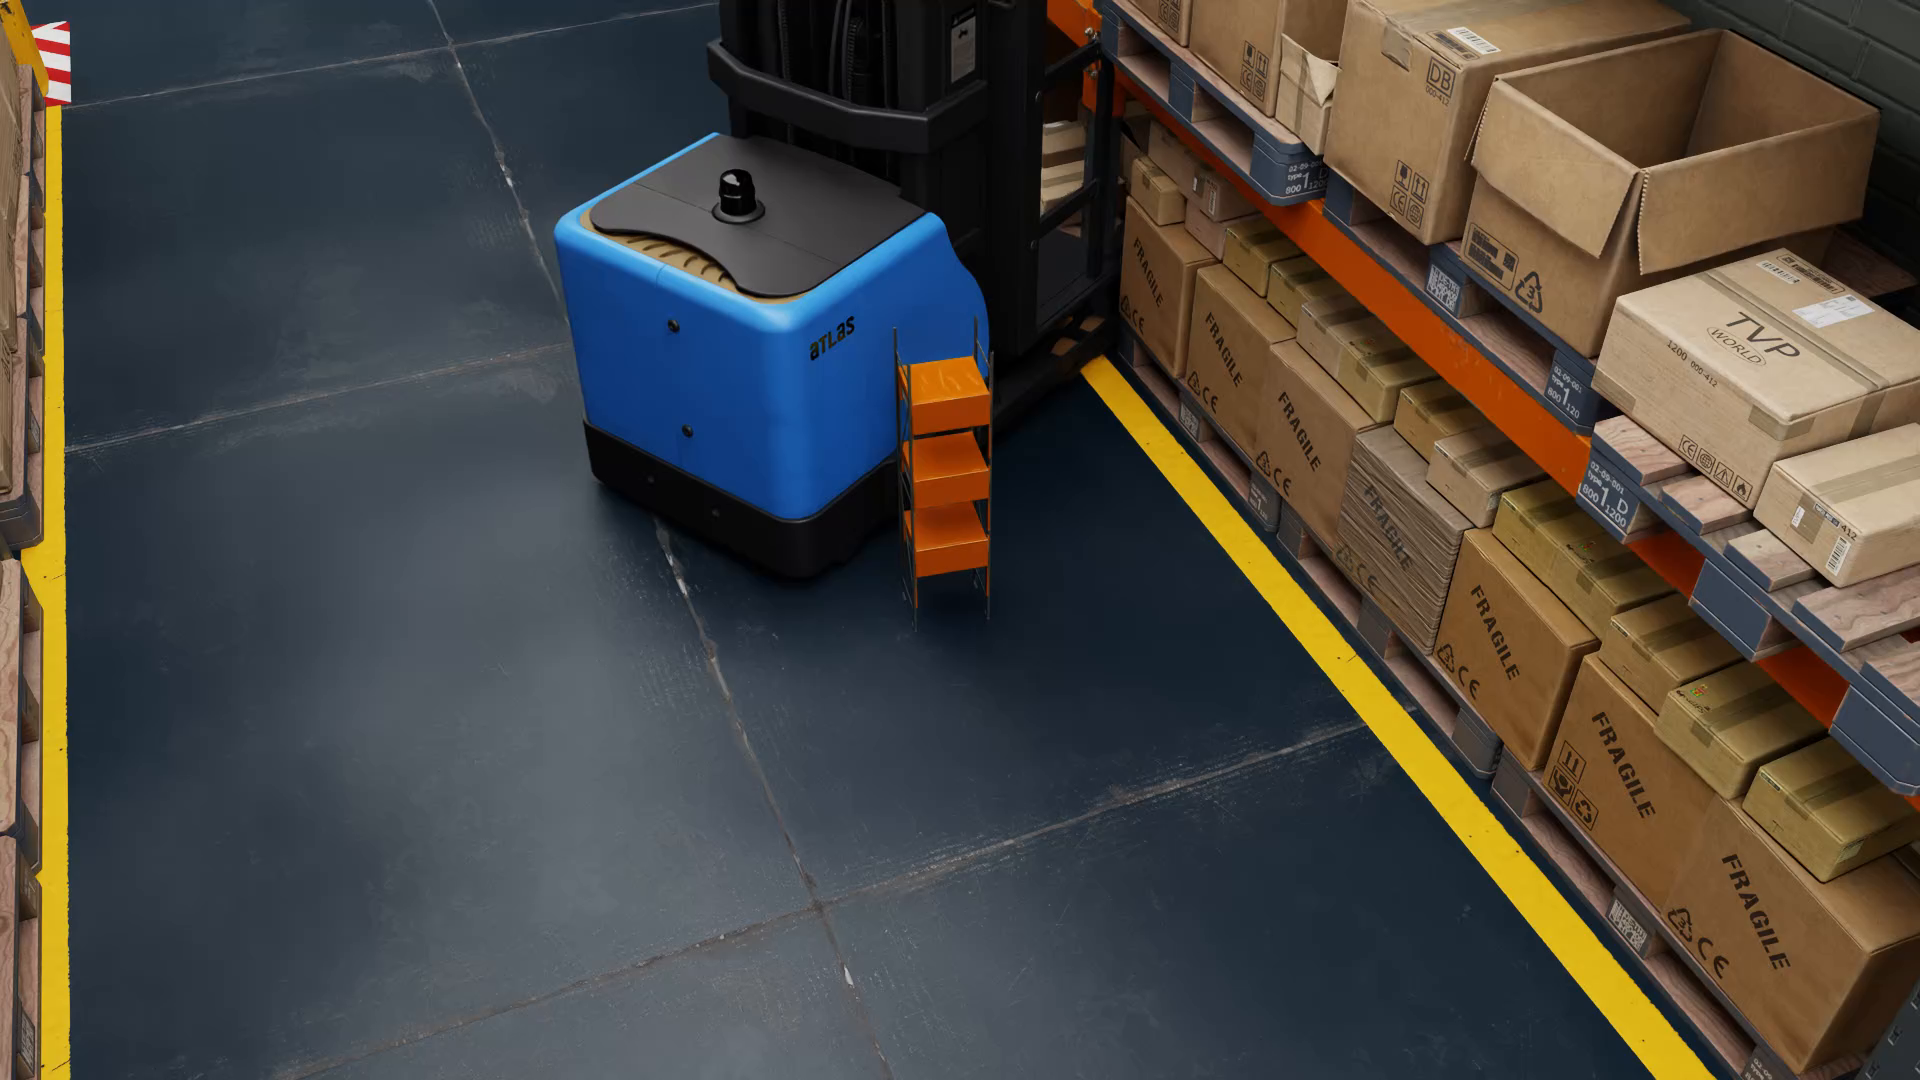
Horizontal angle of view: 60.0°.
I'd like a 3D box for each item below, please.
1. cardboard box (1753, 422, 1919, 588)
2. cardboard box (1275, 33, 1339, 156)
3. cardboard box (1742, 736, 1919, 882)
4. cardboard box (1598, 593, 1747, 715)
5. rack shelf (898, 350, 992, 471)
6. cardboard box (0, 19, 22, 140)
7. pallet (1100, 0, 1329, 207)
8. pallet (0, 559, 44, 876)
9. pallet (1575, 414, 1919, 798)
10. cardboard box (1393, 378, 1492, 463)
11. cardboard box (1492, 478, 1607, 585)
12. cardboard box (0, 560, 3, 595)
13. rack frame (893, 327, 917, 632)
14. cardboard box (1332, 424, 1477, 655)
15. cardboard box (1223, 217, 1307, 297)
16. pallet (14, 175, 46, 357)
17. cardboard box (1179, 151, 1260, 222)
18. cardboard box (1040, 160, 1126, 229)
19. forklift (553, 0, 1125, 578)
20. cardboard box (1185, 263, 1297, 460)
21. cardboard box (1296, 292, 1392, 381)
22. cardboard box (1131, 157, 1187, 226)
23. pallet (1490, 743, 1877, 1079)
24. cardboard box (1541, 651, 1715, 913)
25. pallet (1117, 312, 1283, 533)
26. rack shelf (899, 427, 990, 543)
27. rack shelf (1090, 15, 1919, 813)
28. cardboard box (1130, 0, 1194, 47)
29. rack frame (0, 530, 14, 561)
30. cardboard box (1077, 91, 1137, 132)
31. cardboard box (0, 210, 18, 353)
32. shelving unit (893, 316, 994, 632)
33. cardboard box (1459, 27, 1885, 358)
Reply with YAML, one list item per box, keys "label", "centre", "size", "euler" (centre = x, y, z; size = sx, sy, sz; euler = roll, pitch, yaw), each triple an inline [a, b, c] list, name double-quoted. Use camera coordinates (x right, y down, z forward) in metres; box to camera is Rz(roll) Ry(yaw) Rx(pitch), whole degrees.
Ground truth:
- label: "cardboard box"
  centre: [1.881, -0.076, 3.408]
  size: [0.380, 0.149, 0.250]
  euler: [-14, 43, -16]
- label: "cardboard box"
  centre: [1.133, -1.297, 4.739]
  size: [0.396, 0.266, 0.258]
  euler: [-13, 42, -15]
- label: "cardboard box"
  centre: [2.064, 0.597, 3.853]
  size: [0.380, 0.149, 0.250]
  euler: [-17, 44, -19]
- label: "cardboard box"
  centre: [1.871, 0.270, 4.233]
  size: [0.380, 0.149, 0.250]
  euler: [-16, 43, -18]
- label: "rack shelf"
  centre: [-0.049, -0.388, 4.977]
  size: [0.240, 0.259, 0.215]
  euler: [-9, 42, -11]
- label: "cardboard box"
  centre: [-4.814, -2.105, 7.541]
  size: [0.875, 0.438, 0.875]
  euler: [-17, 43, -18]
- label: "pallet"
  centre: [1.161, -1.540, 5.387]
  size: [1.003, 0.211, 1.213]
  euler: [-15, 43, -17]
- label: "pallet"
  centre: [-3.264, 0.623, 4.864]
  size: [1.003, 0.211, 1.213]
  euler: [-15, 43, -17]
- label: "pallet"
  centre: [2.162, -0.030, 3.631]
  size: [1.213, 0.211, 1.003]
  euler: [-15, 43, -17]
- label: "cardboard box"
  centre: [1.535, -0.370, 4.977]
  size: [0.380, 0.149, 0.250]
  euler: [-15, 43, -17]
- label: "cardboard box"
  centre: [1.716, -0.050, 4.605]
  size: [0.380, 0.149, 0.250]
  euler: [-16, 43, -17]
- label: "cardboard box"
  centre: [-3.317, 0.119, 4.618]
  size: [0.875, 0.875, 0.875]
  euler: [-14, 43, -16]
- label: "rack frame"
  centre: [-0.168, -0.161, 5.132]
  size: [0.008, 1.050, 0.200]
  euler: [-9, 42, -11]
- label: "cardboard box"
  centre: [1.526, -0.051, 5.104]
  size: [0.500, 0.500, 0.500]
  euler: [-17, 43, -18]
- label: "cardboard box"
  centre: [1.134, -0.997, 5.706]
  size: [0.380, 0.149, 0.250]
  euler: [-17, 44, -19]
- label: "pallet"
  centre: [-4.318, -1.037, 6.794]
  size: [1.003, 0.211, 1.213]
  euler: [-15, 43, -17]
- label: "cardboard box"
  centre: [0.991, -1.264, 5.789]
  size: [0.380, 0.149, 0.250]
  euler: [-17, 44, -19]
- label: "cardboard box"
  centre: [0.472, -1.462, 7.014]
  size: [0.380, 0.149, 0.250]
  euler: [-16, 43, -18]
- label: "forklift"
  centre: [-0.041, -1.901, 5.713]
  size: [1.130, 2.935, 3.031]
  euler: [26, 47, 27]
- label: "cardboard box"
  centre: [1.146, -0.667, 5.820]
  size: [0.500, 0.500, 0.500]
  euler: [-16, 43, -17]
- label: "cardboard box"
  centre: [1.312, -0.675, 5.332]
  size: [0.380, 0.149, 0.250]
  euler: [-15, 43, -17]
- label: "cardboard box"
  centre: [0.848, -1.296, 6.054]
  size: [0.380, 0.149, 0.250]
  euler: [-13, 42, -15]
- label: "pallet"
  centre: [2.236, 0.886, 4.557]
  size: [1.003, 0.211, 1.213]
  euler: [-15, 43, -17]
- label: "cardboard box"
  centre: [1.944, 0.572, 4.380]
  size: [0.500, 0.500, 0.500]
  euler: [-16, 43, -17]
- label: "pallet"
  centre: [1.302, -0.583, 6.267]
  size: [1.003, 0.211, 1.213]
  euler: [-15, 43, -17]
- label: "rack shelf"
  centre: [-0.049, -0.173, 5.162]
  size: [0.240, 0.259, 0.215]
  euler: [-9, 42, -11]
- label: "rack shelf"
  centre: [1.721, -0.644, 4.750]
  size: [1.077, 0.370, 4.000]
  euler: [-15, 43, -17]
- label: "cardboard box"
  centre: [0.935, -1.971, 5.343]
  size: [0.700, 0.500, 0.500]
  euler: [-14, 43, -16]
- label: "rack frame"
  centre: [-3.628, -0.881, 4.474]
  size: [1.000, 3.000, 0.127]
  euler: [-15, 43, -17]
- label: "cardboard box"
  centre: [0.756, -1.918, 7.544]
  size: [0.380, 0.149, 0.250]
  euler: [-16, 43, -17]
- label: "cardboard box"
  centre: [-4.113, -1.013, 6.270]
  size: [0.875, 0.438, 0.875]
  euler: [-16, 43, -18]
- label: "shelving unit"
  centre: [-0.049, -0.181, 5.155]
  size: [0.252, 1.050, 0.215]
  euler: [-9, 42, -11]
- label: "cardboard box"
  centre: [1.691, -0.847, 4.033]
  size: [0.797, 0.503, 0.637]
  euler: [-16, 43, -18]
